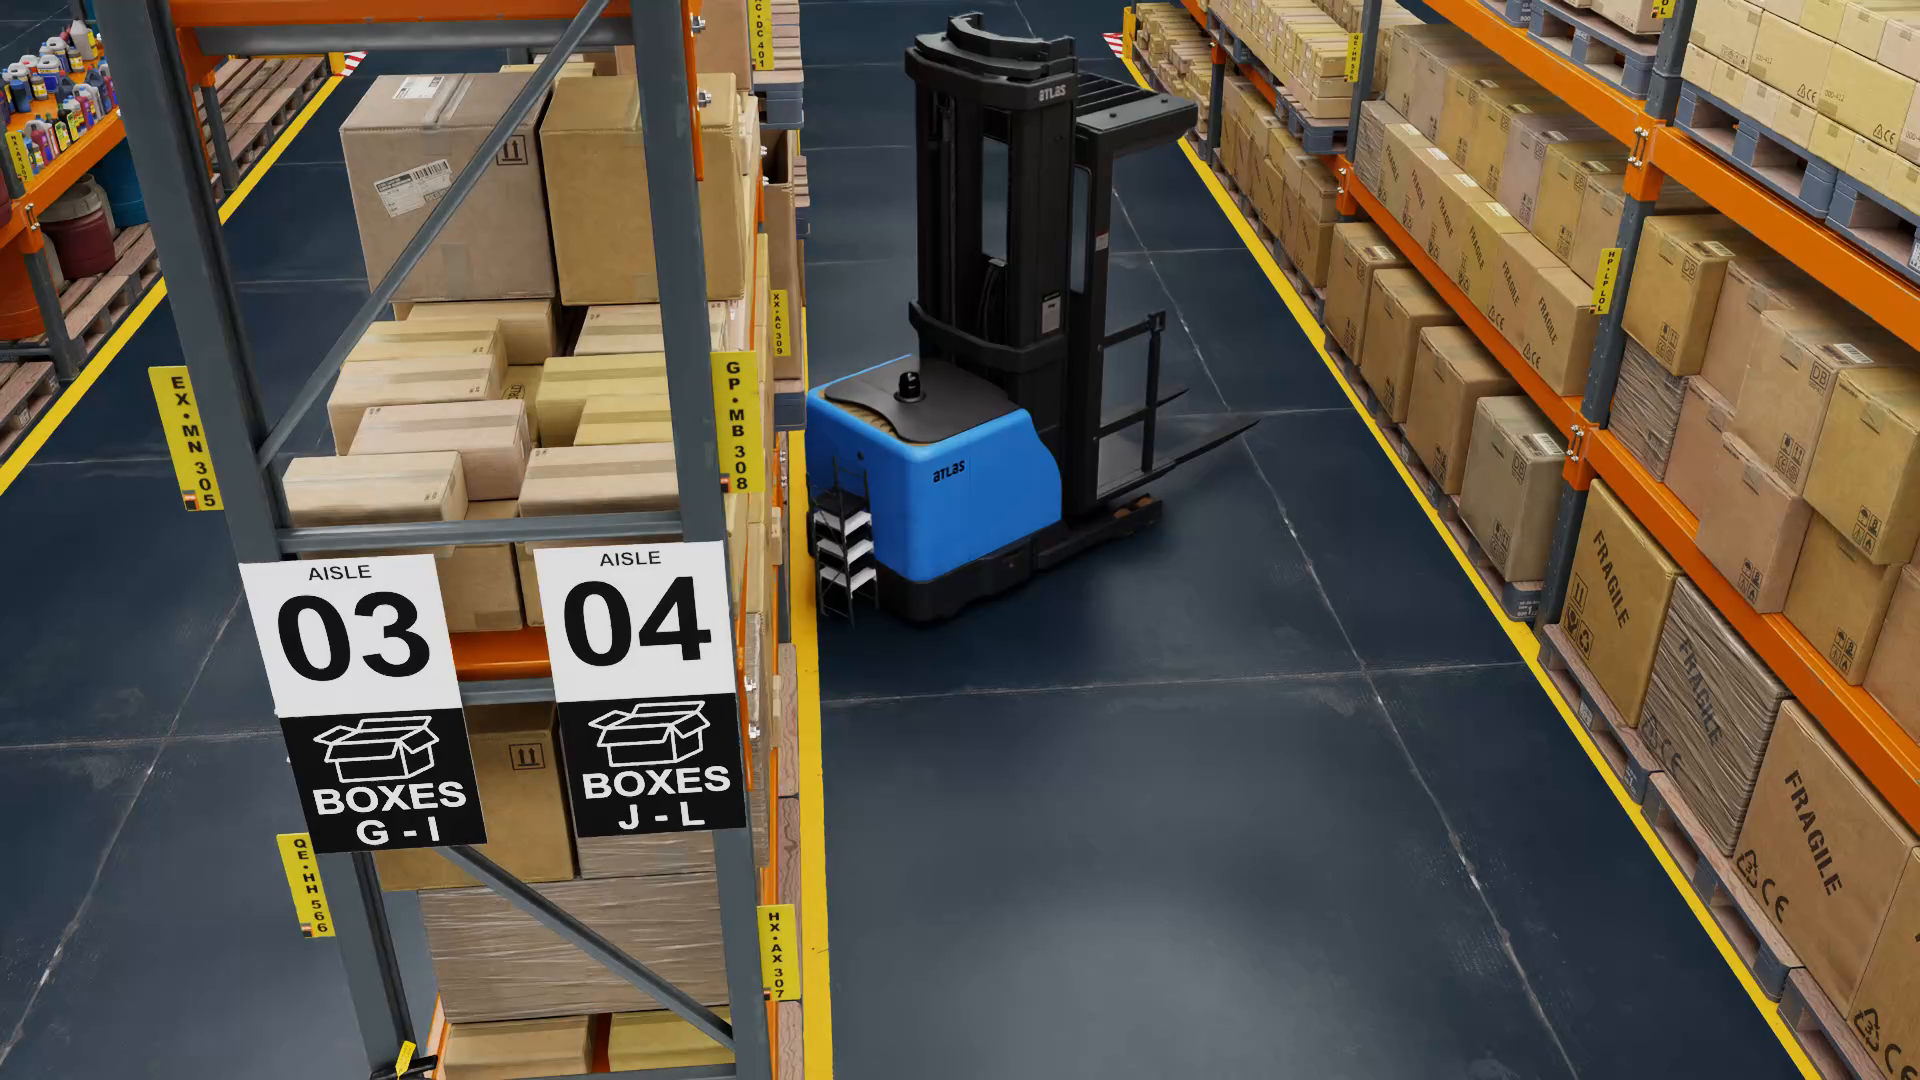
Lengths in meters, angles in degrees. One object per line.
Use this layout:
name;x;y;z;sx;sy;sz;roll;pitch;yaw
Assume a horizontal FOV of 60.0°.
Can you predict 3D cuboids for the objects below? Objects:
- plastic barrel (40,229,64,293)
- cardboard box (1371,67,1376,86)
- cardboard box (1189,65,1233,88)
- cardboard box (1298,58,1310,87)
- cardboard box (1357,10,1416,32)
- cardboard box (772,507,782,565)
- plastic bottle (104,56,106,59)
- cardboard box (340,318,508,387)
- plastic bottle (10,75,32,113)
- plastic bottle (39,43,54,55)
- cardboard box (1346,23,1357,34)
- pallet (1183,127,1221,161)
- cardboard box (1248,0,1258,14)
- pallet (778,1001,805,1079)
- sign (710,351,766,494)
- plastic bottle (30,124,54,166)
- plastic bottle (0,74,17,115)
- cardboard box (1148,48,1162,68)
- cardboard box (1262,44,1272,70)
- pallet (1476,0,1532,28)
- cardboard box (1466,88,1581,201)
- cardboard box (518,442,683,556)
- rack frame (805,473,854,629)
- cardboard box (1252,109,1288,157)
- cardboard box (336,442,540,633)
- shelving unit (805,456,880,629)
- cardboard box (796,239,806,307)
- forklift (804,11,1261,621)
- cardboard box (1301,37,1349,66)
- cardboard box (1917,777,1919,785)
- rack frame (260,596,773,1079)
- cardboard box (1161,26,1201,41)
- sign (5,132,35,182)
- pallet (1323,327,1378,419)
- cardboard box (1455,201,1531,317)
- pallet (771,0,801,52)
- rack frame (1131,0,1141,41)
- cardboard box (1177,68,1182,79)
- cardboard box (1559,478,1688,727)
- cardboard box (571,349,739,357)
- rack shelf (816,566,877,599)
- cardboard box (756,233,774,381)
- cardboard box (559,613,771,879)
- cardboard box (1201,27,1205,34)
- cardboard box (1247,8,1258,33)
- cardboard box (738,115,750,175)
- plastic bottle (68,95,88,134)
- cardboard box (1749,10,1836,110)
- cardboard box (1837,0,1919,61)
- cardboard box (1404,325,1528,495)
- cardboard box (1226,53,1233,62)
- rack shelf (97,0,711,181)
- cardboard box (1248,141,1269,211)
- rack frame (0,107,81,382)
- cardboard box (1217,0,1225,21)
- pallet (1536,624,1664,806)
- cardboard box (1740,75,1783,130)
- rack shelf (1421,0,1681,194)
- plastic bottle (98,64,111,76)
plastic barrel;-6.886;-2.044;12.264;0.421;0.512;0.421;0;31;0
cardboard box;3.279;-3.545;12.596;0.380;0.149;0.250;-1;31;-2
cardboard box;2.437;-4.501;16.151;0.380;0.149;0.250;-3;31;-5
cardboard box;2.671;-3.389;12.045;0.380;0.149;0.250;-2;31;-3
cardboard box;3.249;-3.931;12.662;0.380;0.149;0.250;-1;31;-2
cardboard box;-0.952;-0.010;7.087;0.380;0.149;0.250;-3;31;-5
plastic bottle;-6.738;-3.741;13.214;0.097;0.271;0.097;0;31;0
cardboard box;-1.429;-0.473;4.450;0.380;0.149;0.250;-3;31;-4
plastic bottle;-7.138;-3.387;12.622;0.097;0.271;0.097;0;31;0
plastic bottle;-7.374;-3.884;13.454;0.097;0.271;0.097;0;31;0
cardboard box;3.230;-3.936;12.961;0.380;0.149;0.250;-3;31;-5
pallet;2.726;-4.009;16.256;1.003;0.211;1.213;-3;31;-5
cardboard box;2.524;-4.309;13.295;0.380;0.149;0.250;-2;31;-3
pallet;-1.051;2.190;5.878;1.003;0.211;1.213;-3;31;-5
sign;-0.463;-0.241;3.451;0.100;0.325;0.005;-3;31;-5
plastic bottle;-6.386;-2.755;11.552;0.061;0.283;0.133;-3;31;-5
plastic bottle;-7.254;-3.393;12.554;0.144;0.351;0.185;-3;31;-5
cardboard box;2.231;-5.188;17.882;0.380;0.149;0.250;-2;31;-4
cardboard box;2.579;-3.780;12.989;0.380;0.149;0.250;-2;31;-3
pallet;3.418;-3.132;9.328;1.003;0.211;1.213;-1;31;-2
cardboard box;3.376;-2.284;9.577;0.700;0.500;0.500;-3;31;-5
cardboard box;-0.799;-0.098;3.822;0.380;0.149;0.250;-3;31;-5
rack frame;-0.683;0.065;8.765;0.240;0.900;0.006;23;42;33
cardboard box;2.725;-3.371;13.767;0.500;0.250;0.500;-2;31;-3
cardboard box;-1.301;-0.009;4.062;0.500;0.250;0.500;-2;31;-3
shelving unit;-0.619;0.019;8.829;0.258;0.900;0.210;23;42;33
cardboard box;-1.794;-2.258;12.268;1.225;0.875;0.875;-4;31;-7
forklift;0.568;-1.456;9.330;3.031;2.935;1.130;-24;39;-35
cardboard box;2.674;-3.507;11.952;0.380;0.149;0.250;-3;31;-5
cardboard box;3.792;0.731;5.456;0.875;0.550;0.550;-3;31;-5
rack frame;-1.003;1.448;4.401;1.000;3.000;0.127;-3;31;-5
cardboard box;2.324;-5.300;17.490;0.380;0.149;0.250;-2;31;-3
sign;-6.135;-2.499;10.850;0.100;0.325;0.005;-3;31;-5
pallet;3.196;-1.219;11.586;1.003;0.211;1.213;-3;31;-5
cardboard box;3.162;-1.593;9.394;0.500;0.500;0.500;-2;31;-4
pallet;-1.428;-2.651;8.522;1.213;0.211;1.003;-3;31;-5
rack frame;2.450;-6.907;18.389;1.000;3.000;0.127;-3;31;-5
cardboard box;2.423;-4.767;16.887;0.380;0.149;0.250;-4;31;-7
cardboard box;3.560;0.276;8.026;0.875;0.875;0.875;-2;31;-4
cardboard box;-0.845;-0.297;4.543;0.500;0.250;0.500;-3;31;-6
rack shelf;-0.609;0.195;8.948;0.258;0.077;0.200;23;42;33
cardboard box;-1.061;-0.978;7.099;0.500;0.500;0.500;-3;31;-5
cardboard box;-0.783;0.554;4.535;0.500;0.500;0.500;-3;31;-5
cardboard box;2.834;-5.470;18.063;0.380;0.149;0.250;-4;31;-7
cardboard box;2.530;-4.172;13.355;0.380;0.149;0.250;-3;31;-5
cardboard box;-0.964;-1.432;6.055;0.380;0.149;0.250;-4;31;-6
plastic bottle;-6.470;-3.113;12.162;0.097;0.271;0.097;0;31;0
cardboard box;3.387;-1.834;6.320;0.500;0.250;0.500;-3;31;-5
cardboard box;3.364;-1.803;5.879;0.380;0.149;0.250;-2;31;-4
cardboard box;3.337;-0.800;9.949;1.050;0.750;0.750;-3;31;-5
cardboard box;2.861;-4.934;16.875;0.380;0.149;0.250;-4;31;-7
rack shelf;-1.190;-1.838;4.758;1.077;0.370;4.000;-3;31;-5
cardboard box;2.742;-3.045;13.951;0.500;0.500;0.500;-2;31;-4
rack frame;-6.682;-2.399;10.842;1.000;3.000;0.127;-3;31;-5
cardboard box;2.434;-4.573;14.316;0.380;0.149;0.250;-2;31;-4
pallet;3.564;0.809;8.190;1.003;0.211;1.213;-3;31;-5
cardboard box;3.315;-1.722;6.520;0.380;0.149;0.250;-3;31;-5
rack shelf;3.384;-2.780;9.256;1.077;0.370;4.000;-3;31;-5
plastic bottle;-6.581;-3.571;12.925;0.152;0.276;0.135;-3;31;-5
